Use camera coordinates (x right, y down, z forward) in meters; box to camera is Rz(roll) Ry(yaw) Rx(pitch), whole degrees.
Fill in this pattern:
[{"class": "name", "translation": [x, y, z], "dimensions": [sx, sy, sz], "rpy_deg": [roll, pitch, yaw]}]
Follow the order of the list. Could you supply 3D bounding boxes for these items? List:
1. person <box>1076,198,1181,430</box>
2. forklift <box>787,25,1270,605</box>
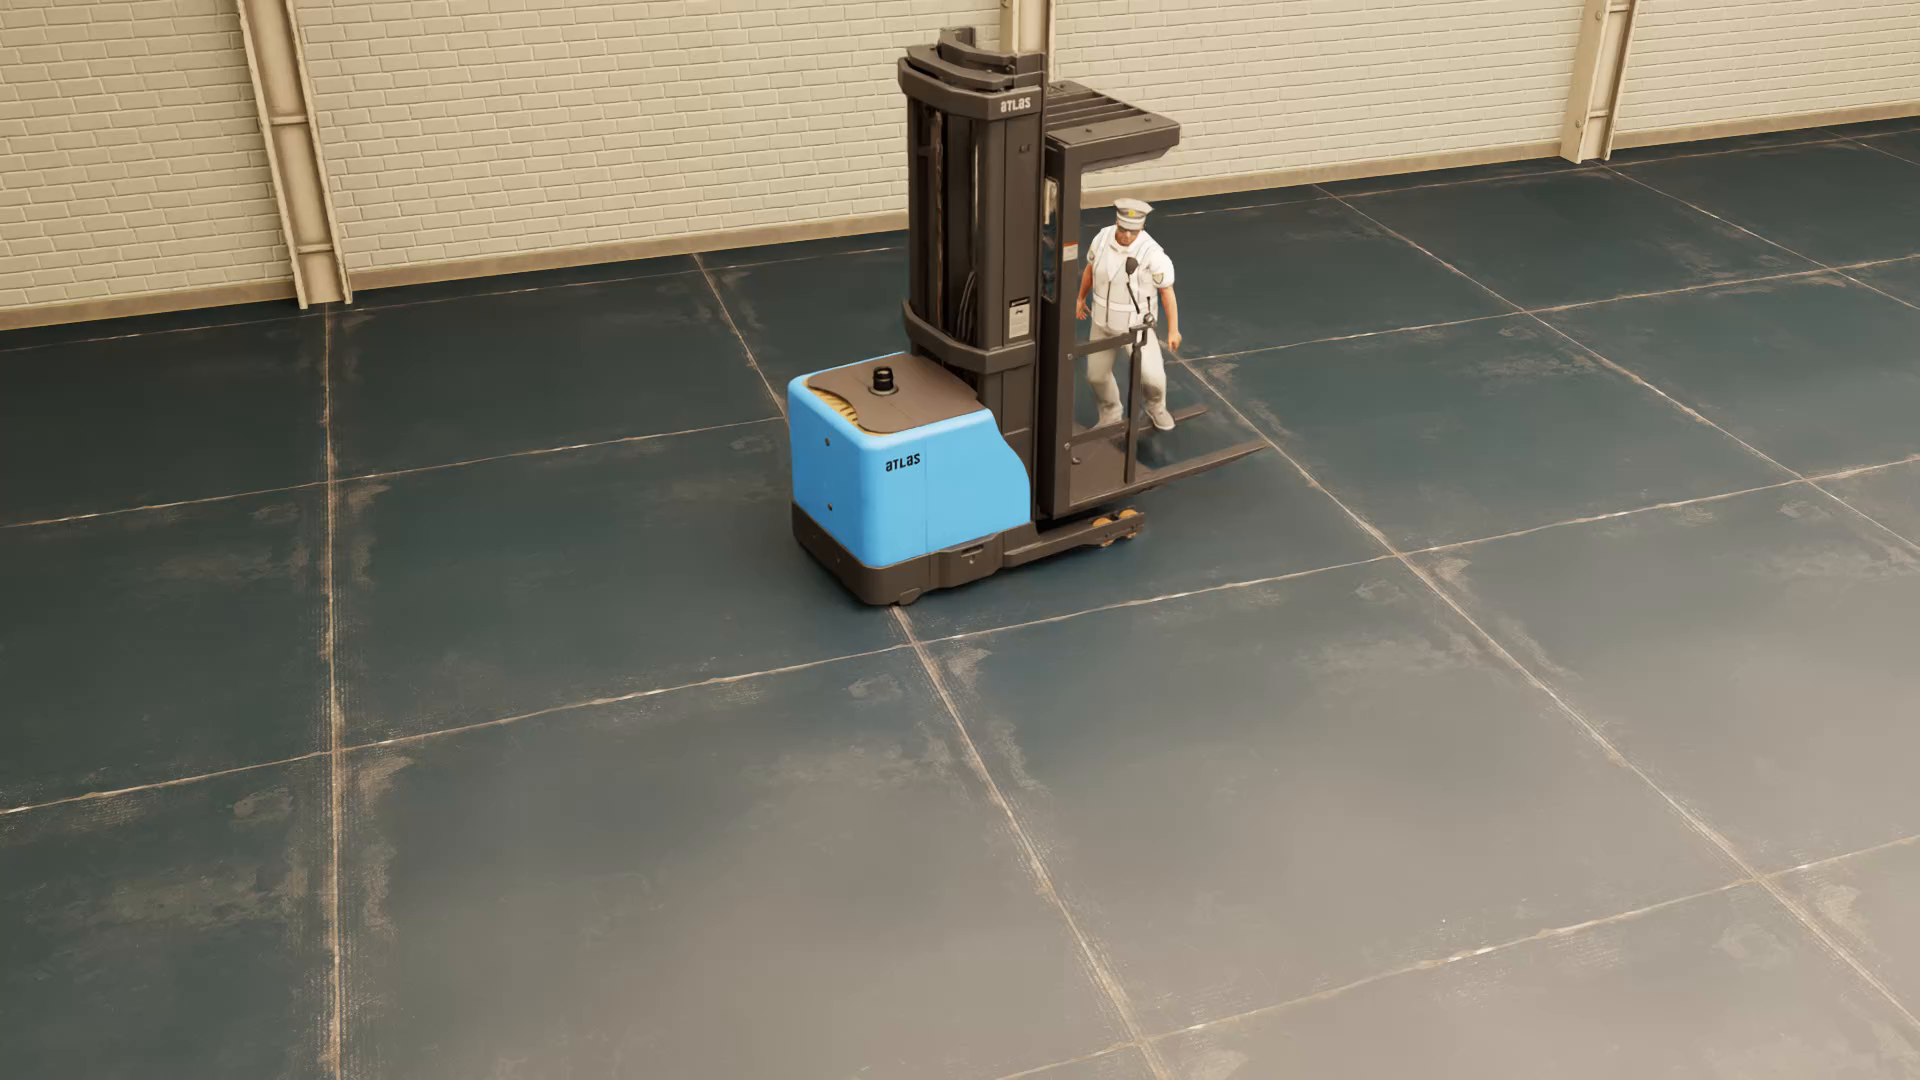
[{"class": "person", "translation": [1.057, -1.392, 10.761], "dimensions": [0.889, 1.722, 0.513], "rpy_deg": [21, 36, 32]}, {"class": "forklift", "translation": [0.523, -1.442, 9.593], "dimensions": [3.031, 2.935, 1.130], "rpy_deg": [-17, 34, -27]}]
